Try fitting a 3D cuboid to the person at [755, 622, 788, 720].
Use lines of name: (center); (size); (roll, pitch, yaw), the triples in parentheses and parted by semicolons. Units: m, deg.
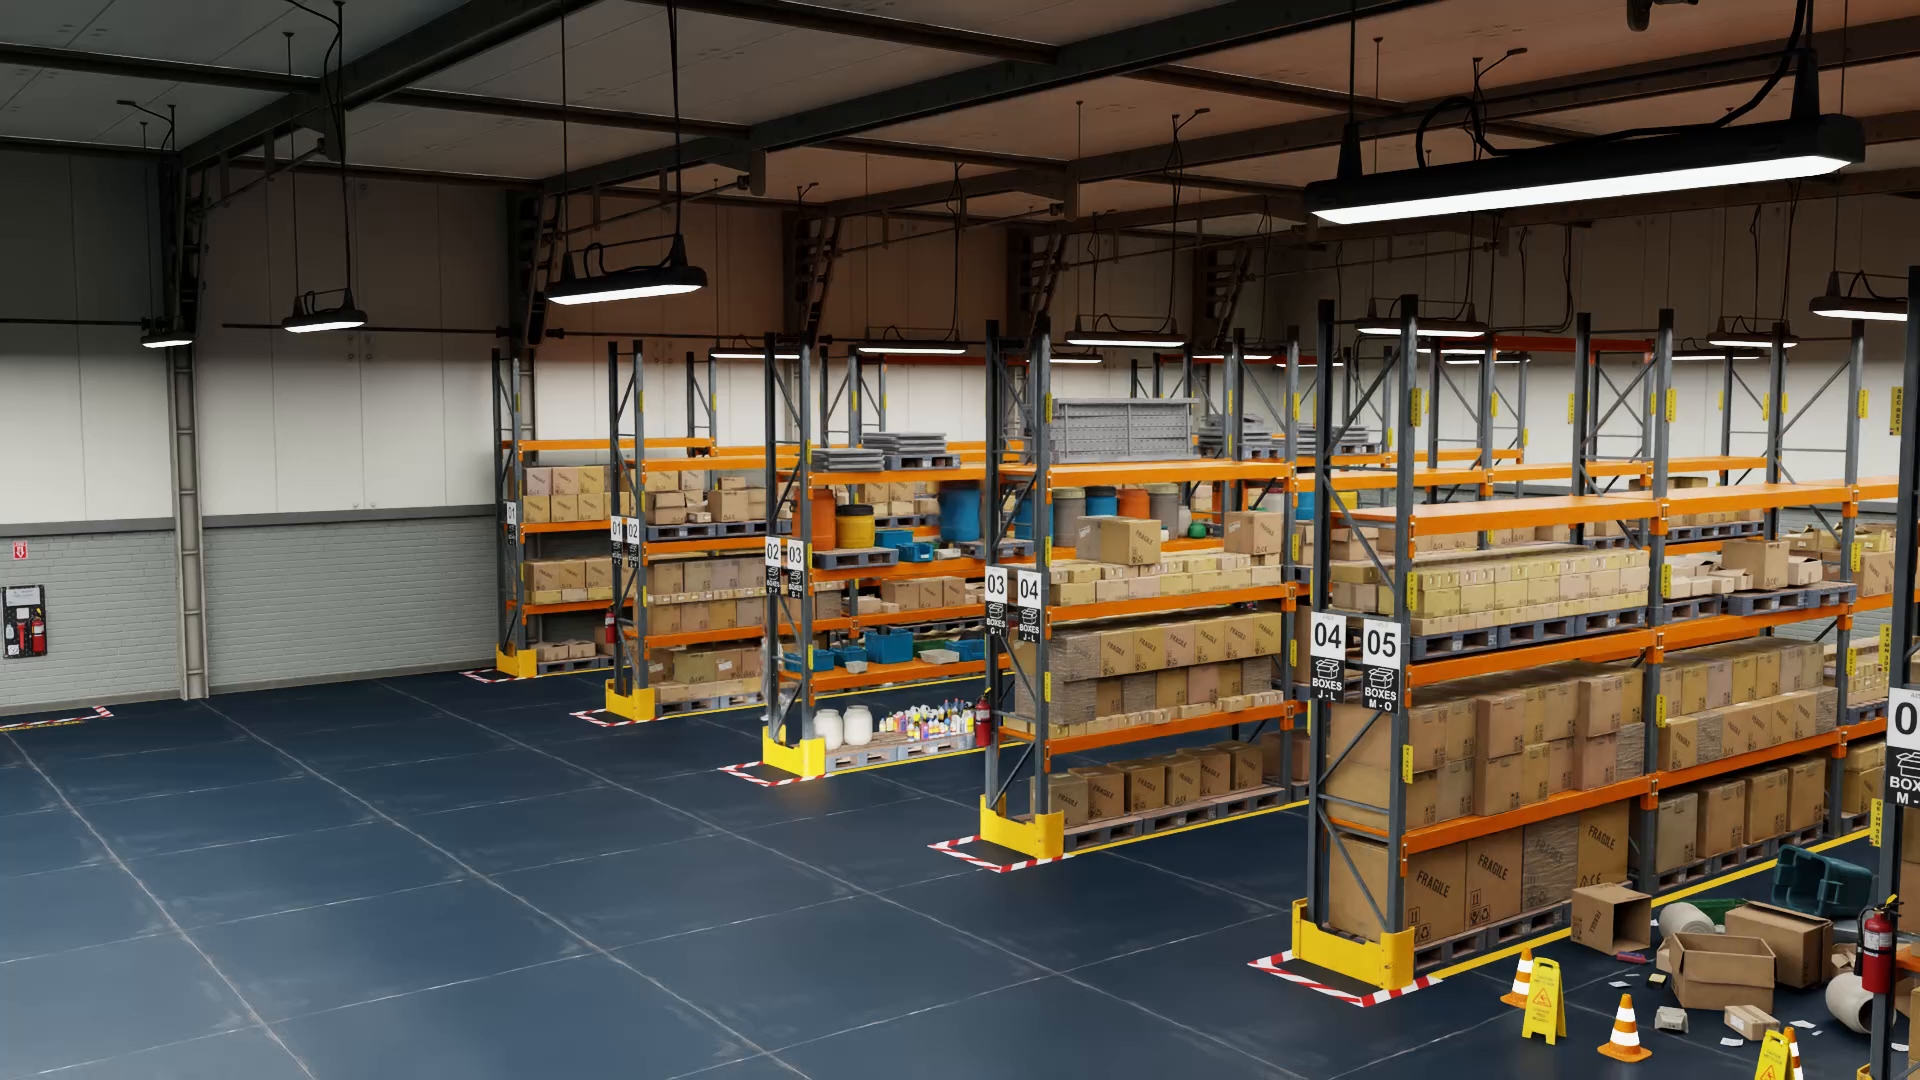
person: (-2.956, 2.074, 26.403); (0.467, 1.581, 0.501); (-5, 7, -43)
